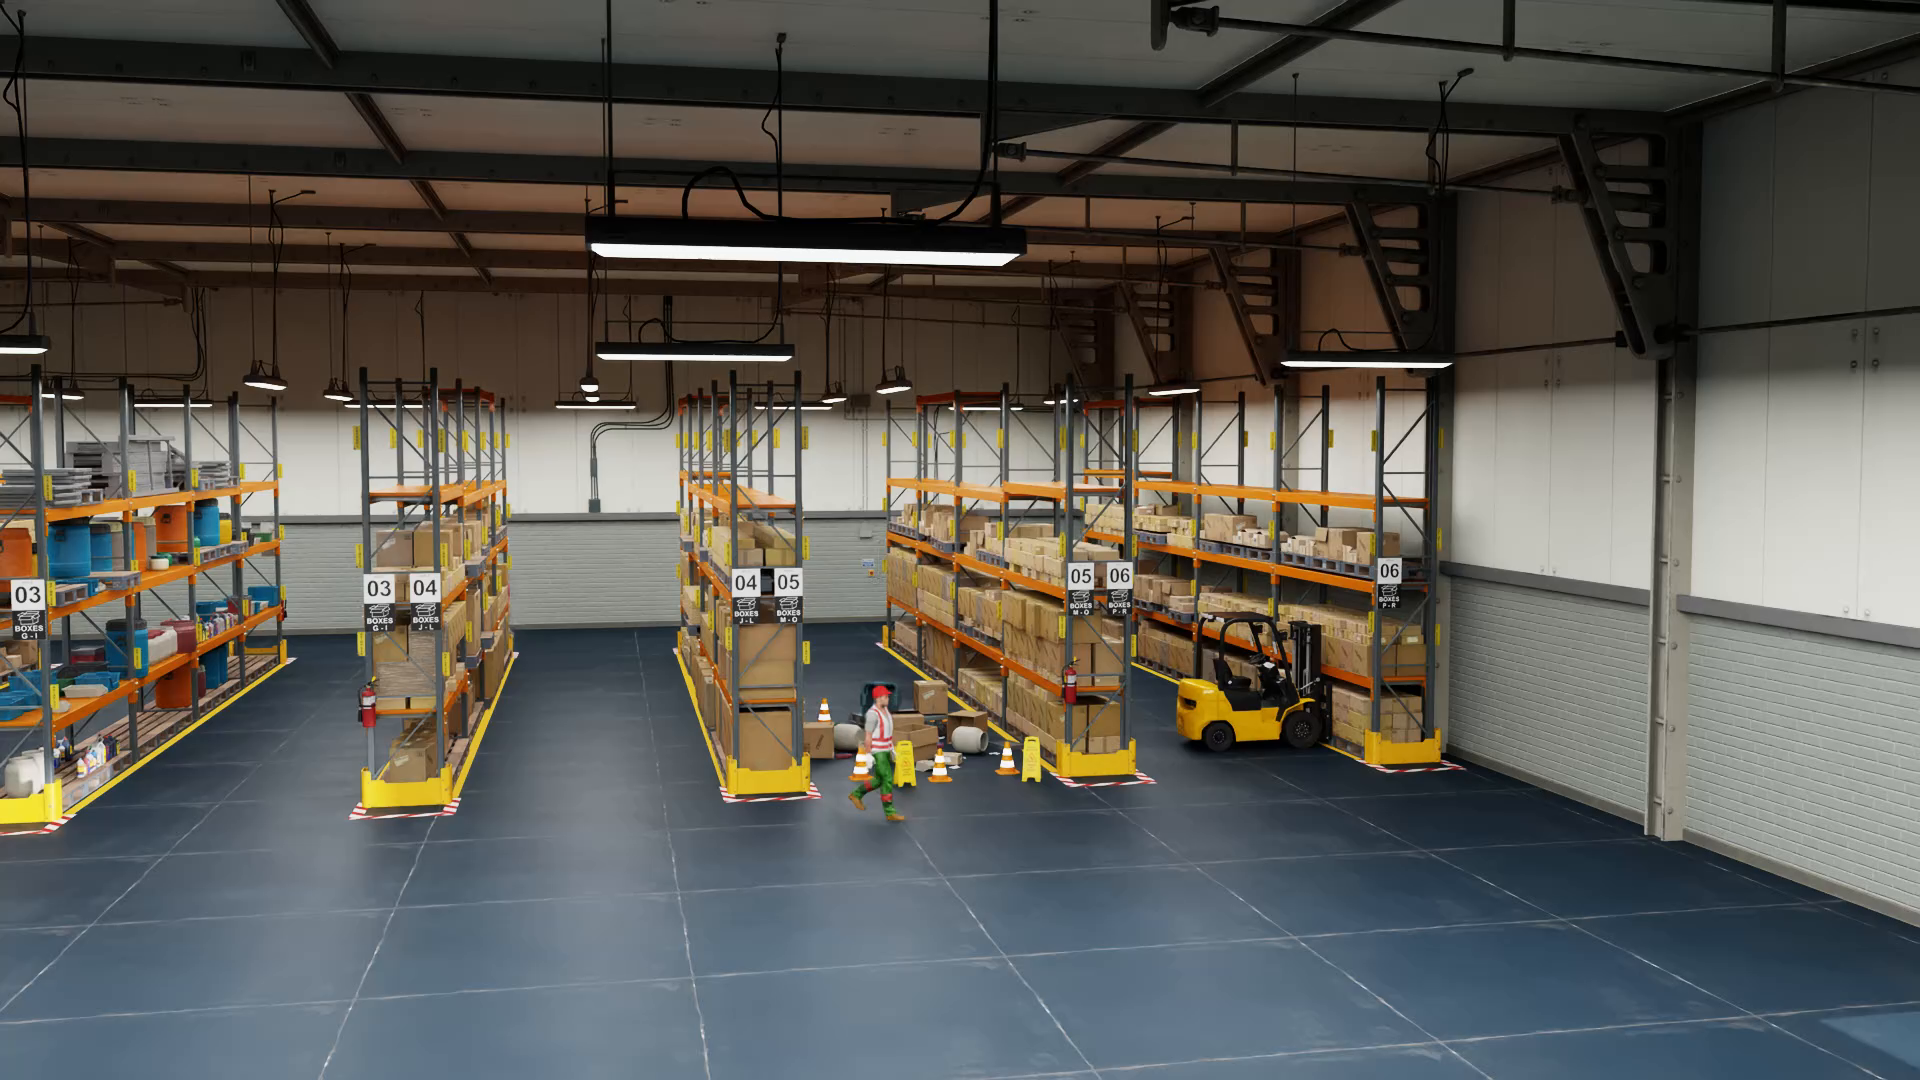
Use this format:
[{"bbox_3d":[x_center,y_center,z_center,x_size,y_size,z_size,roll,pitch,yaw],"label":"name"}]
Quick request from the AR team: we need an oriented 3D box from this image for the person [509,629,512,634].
[{"bbox_3d":[-11.445,1.703,41.063,0.886,1.697,0.572,-3,4,-38],"label":"person"}]

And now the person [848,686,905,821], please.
[{"bbox_3d":[-1.086,2.803,22.055,0.910,1.764,0.612,1,4,23],"label":"person"}]
